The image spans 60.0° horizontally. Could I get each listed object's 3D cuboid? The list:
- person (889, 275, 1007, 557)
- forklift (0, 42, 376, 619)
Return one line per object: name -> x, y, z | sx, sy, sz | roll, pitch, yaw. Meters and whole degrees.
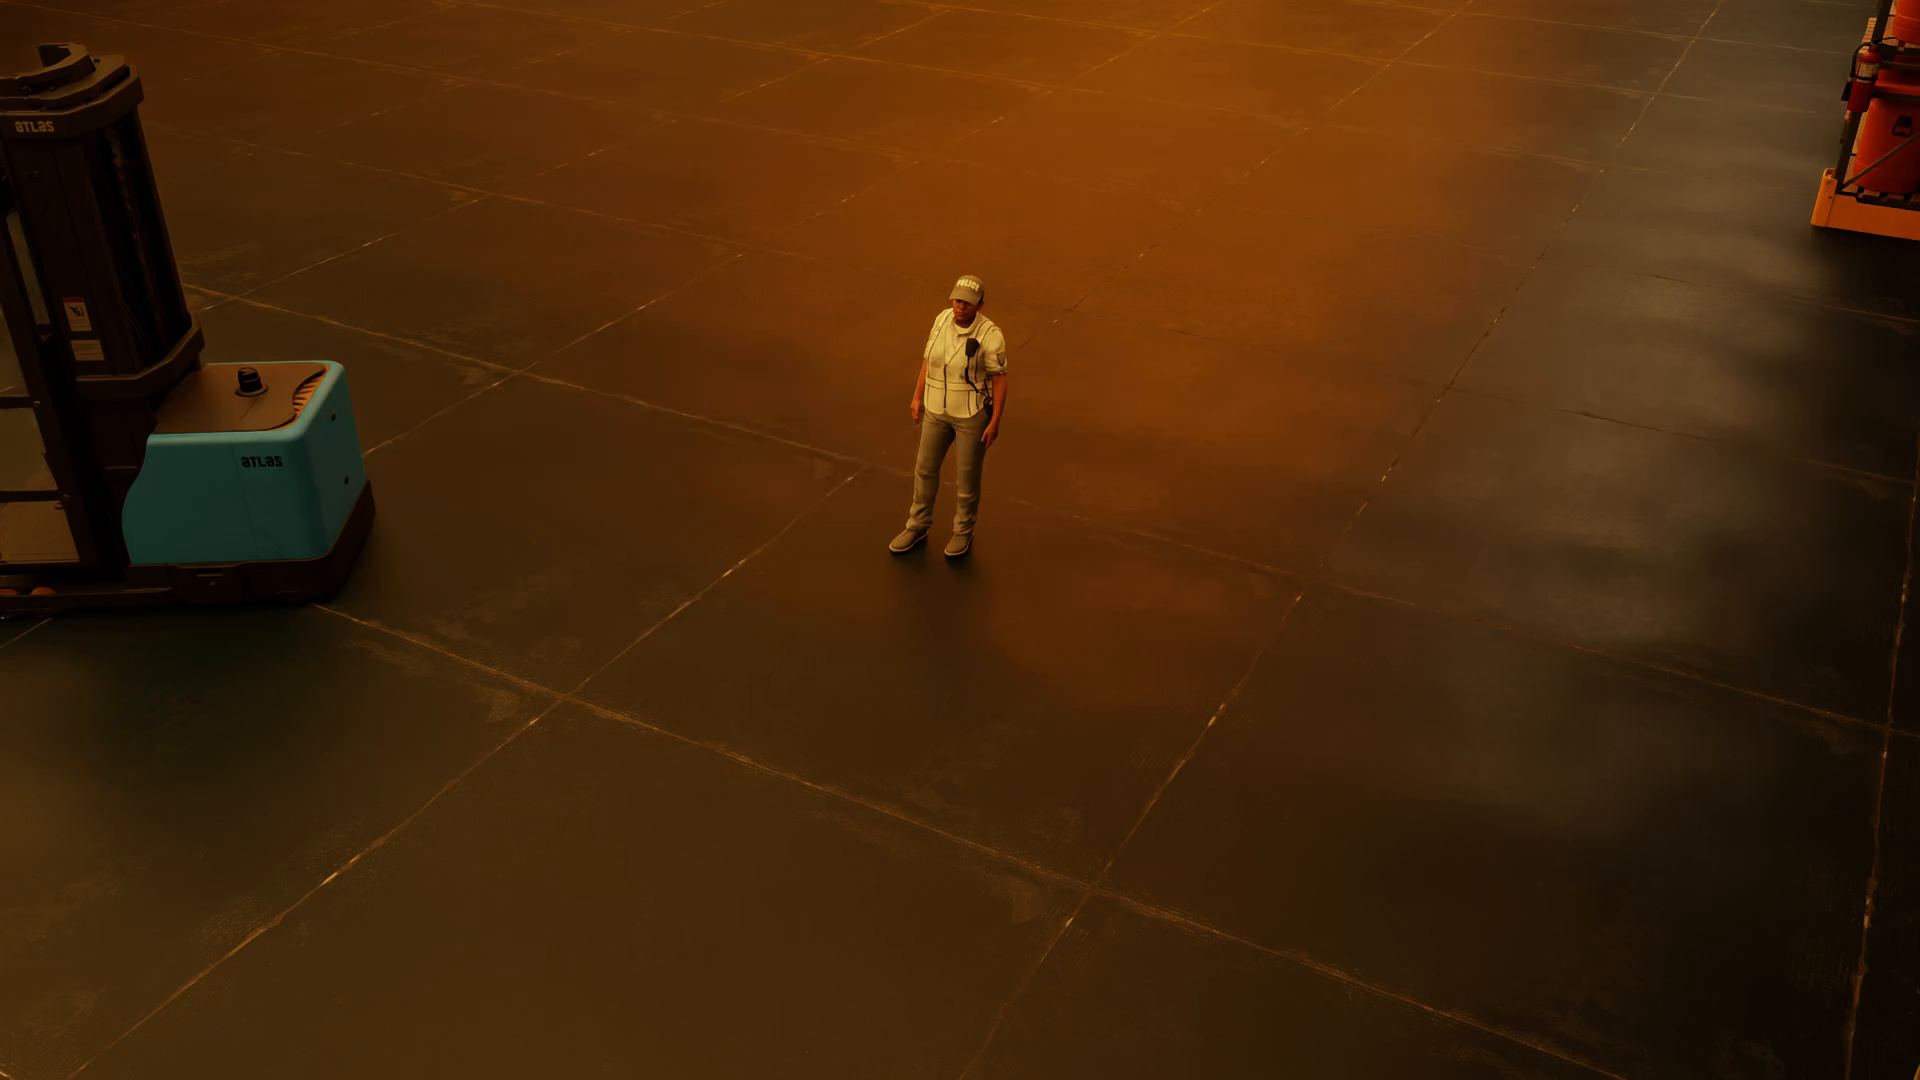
person -> -0.057, -0.700, 9.534 | 0.598, 1.670, 0.529 | 15, 33, 25
forklift -> -5.044, -1.106, 8.987 | 3.031, 2.935, 1.130 | -2, 30, -3
